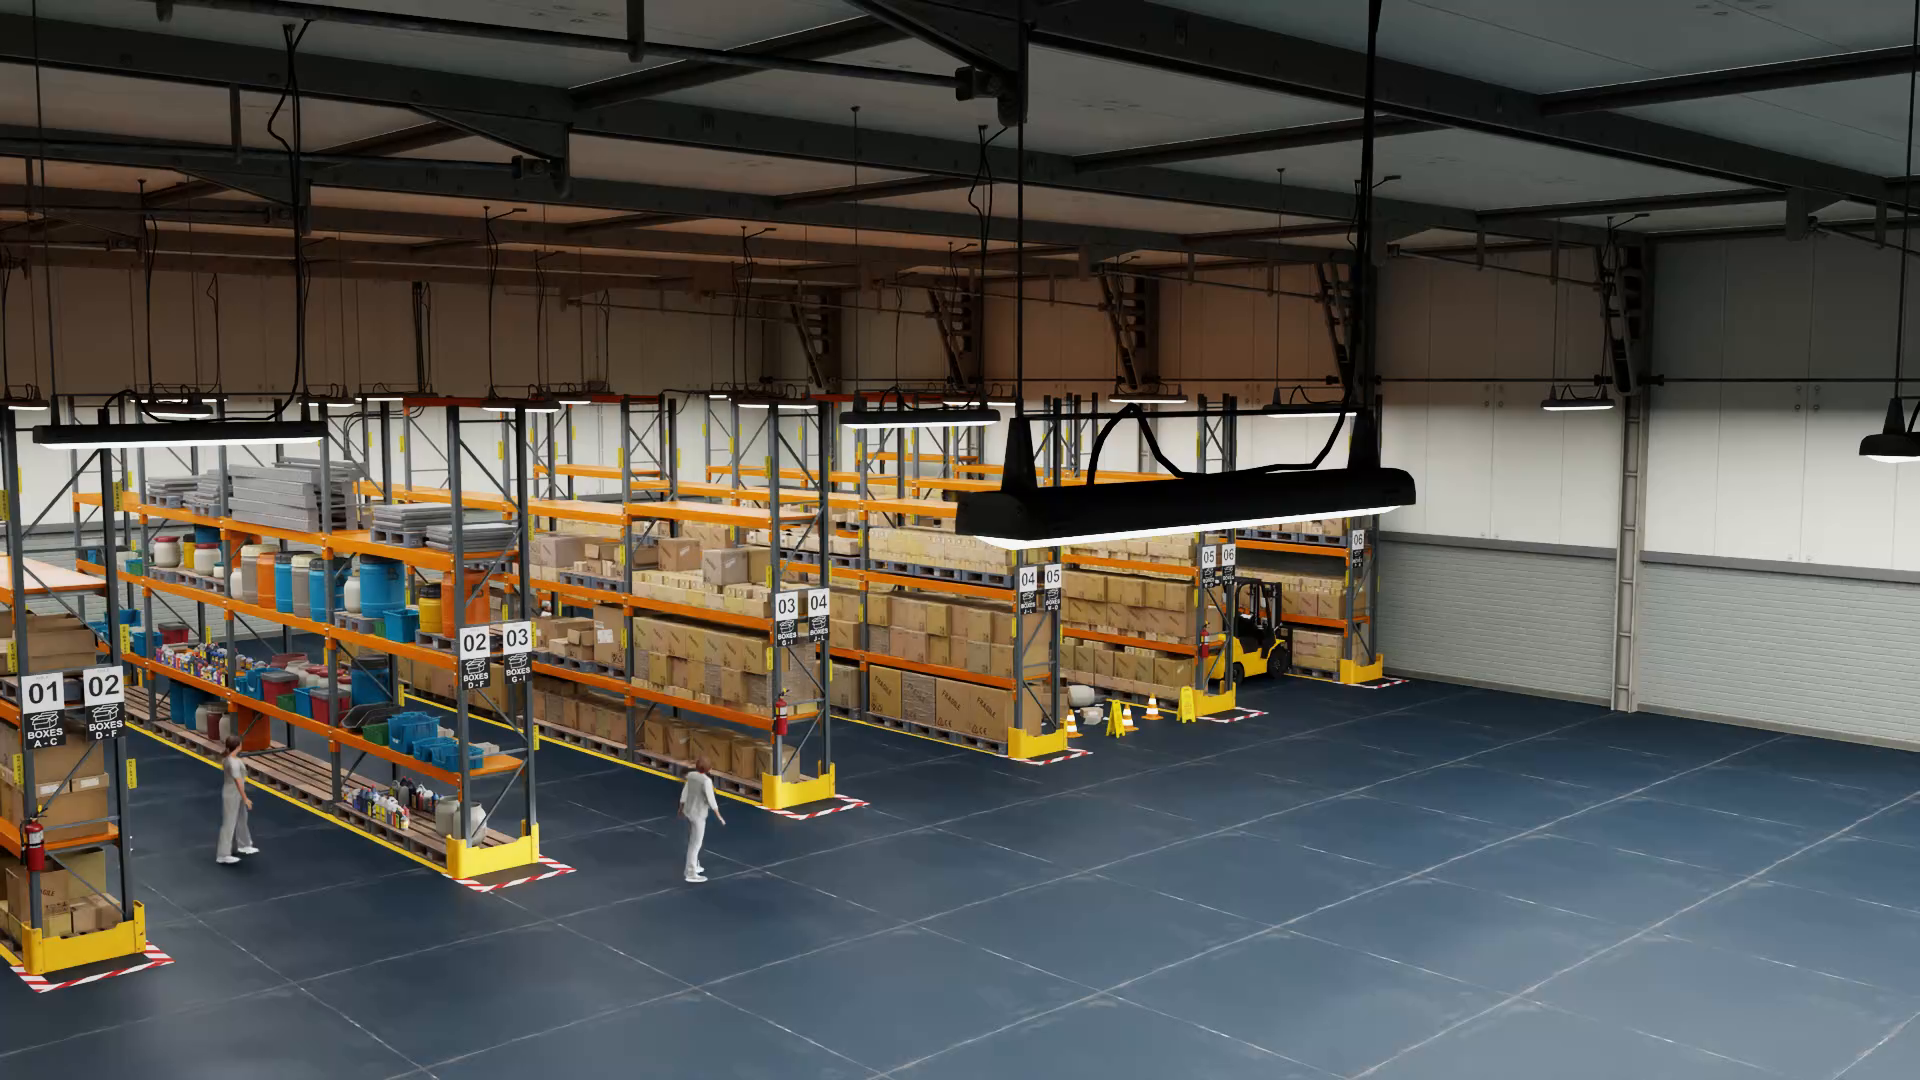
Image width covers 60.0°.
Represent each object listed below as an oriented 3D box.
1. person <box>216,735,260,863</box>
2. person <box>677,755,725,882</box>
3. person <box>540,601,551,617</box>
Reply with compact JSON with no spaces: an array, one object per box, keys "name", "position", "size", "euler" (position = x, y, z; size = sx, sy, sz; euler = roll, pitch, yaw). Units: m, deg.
[{"name":"person","position":[-9.550,3.394,21.934],"size":[0.544,1.695,0.603],"euler":[-3,6,-25]},{"name":"person","position":[-3.337,3.525,21.125],"size":[0.534,1.619,0.560],"euler":[-5,7,-40]},{"name":"person","position":[-8.704,2.109,35.196],"size":[0.435,1.675,0.497],"euler":[-4,7,-35]}]
